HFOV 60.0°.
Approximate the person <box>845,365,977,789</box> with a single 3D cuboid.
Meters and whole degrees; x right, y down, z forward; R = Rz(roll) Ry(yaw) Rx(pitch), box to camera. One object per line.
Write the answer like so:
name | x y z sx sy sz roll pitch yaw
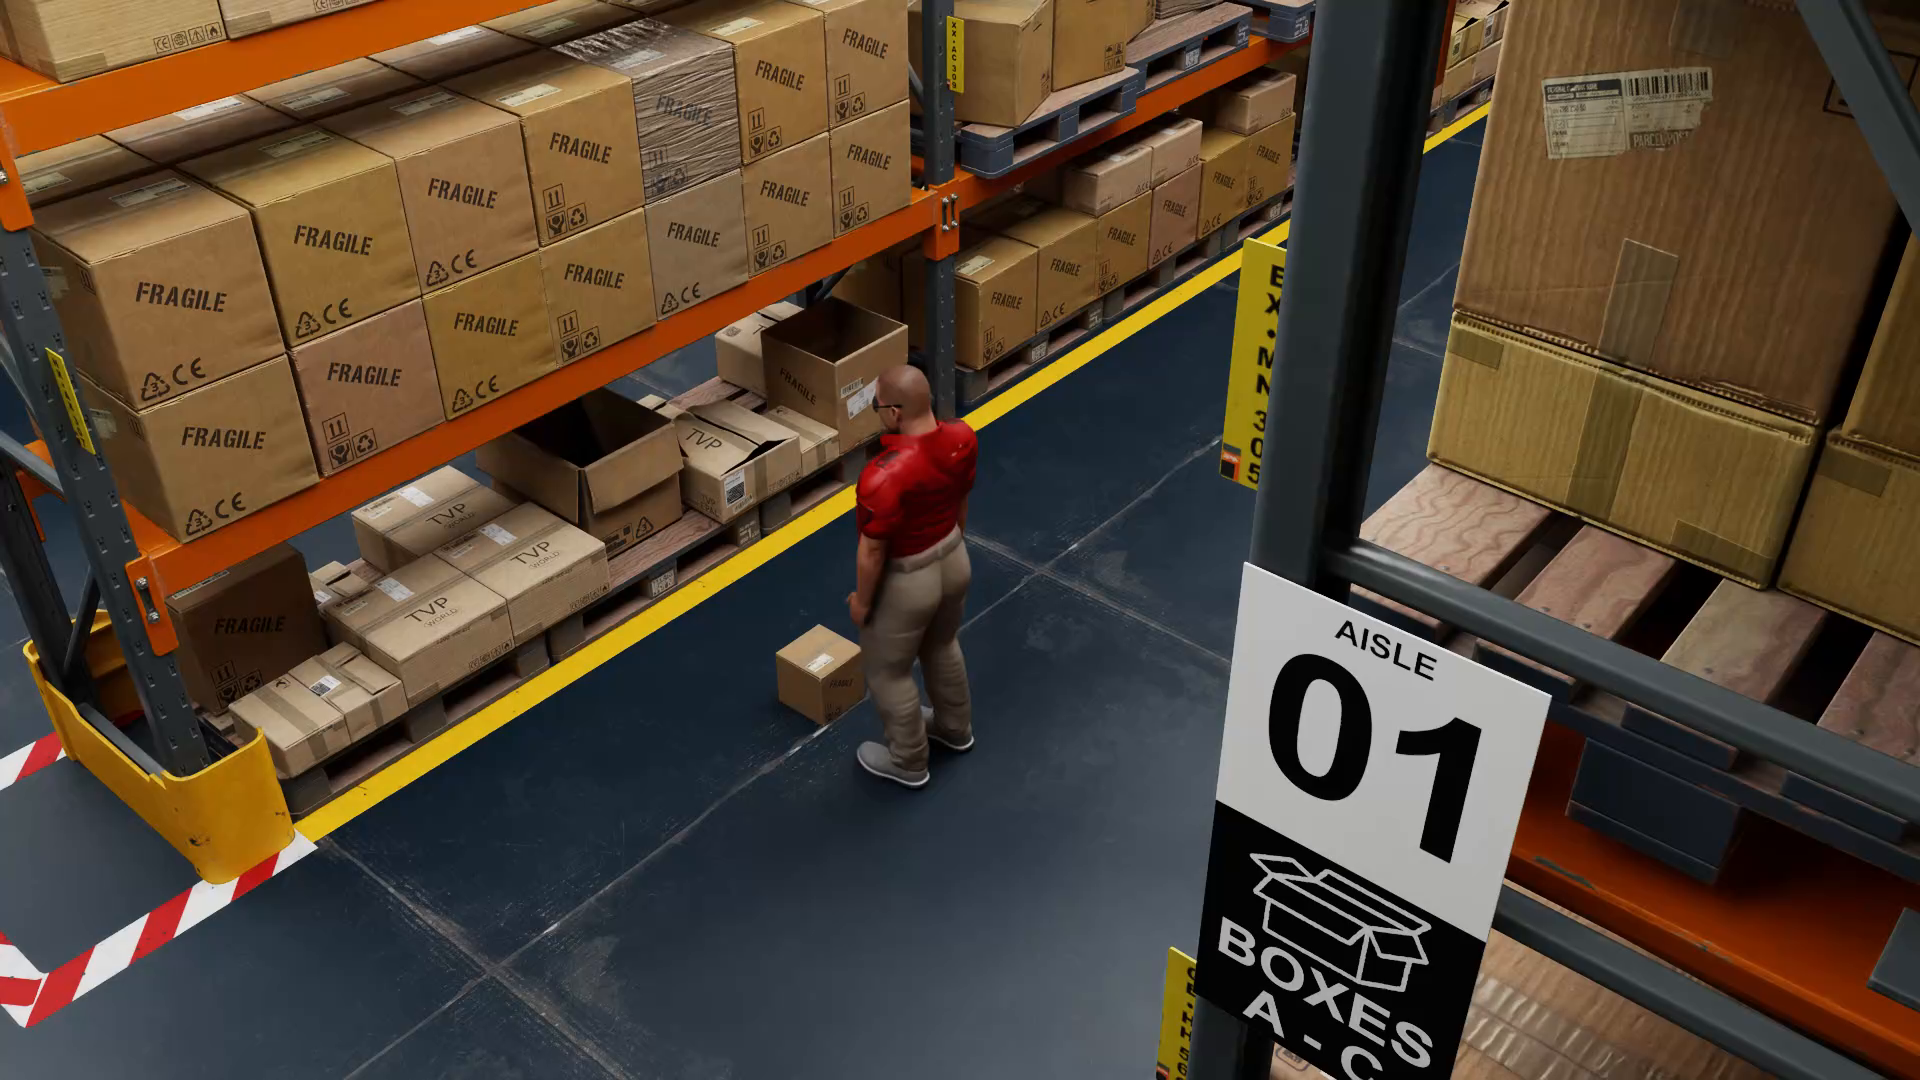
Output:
person | -0.189 0.133 5.979 0.359 1.721 0.530 26 43 33
